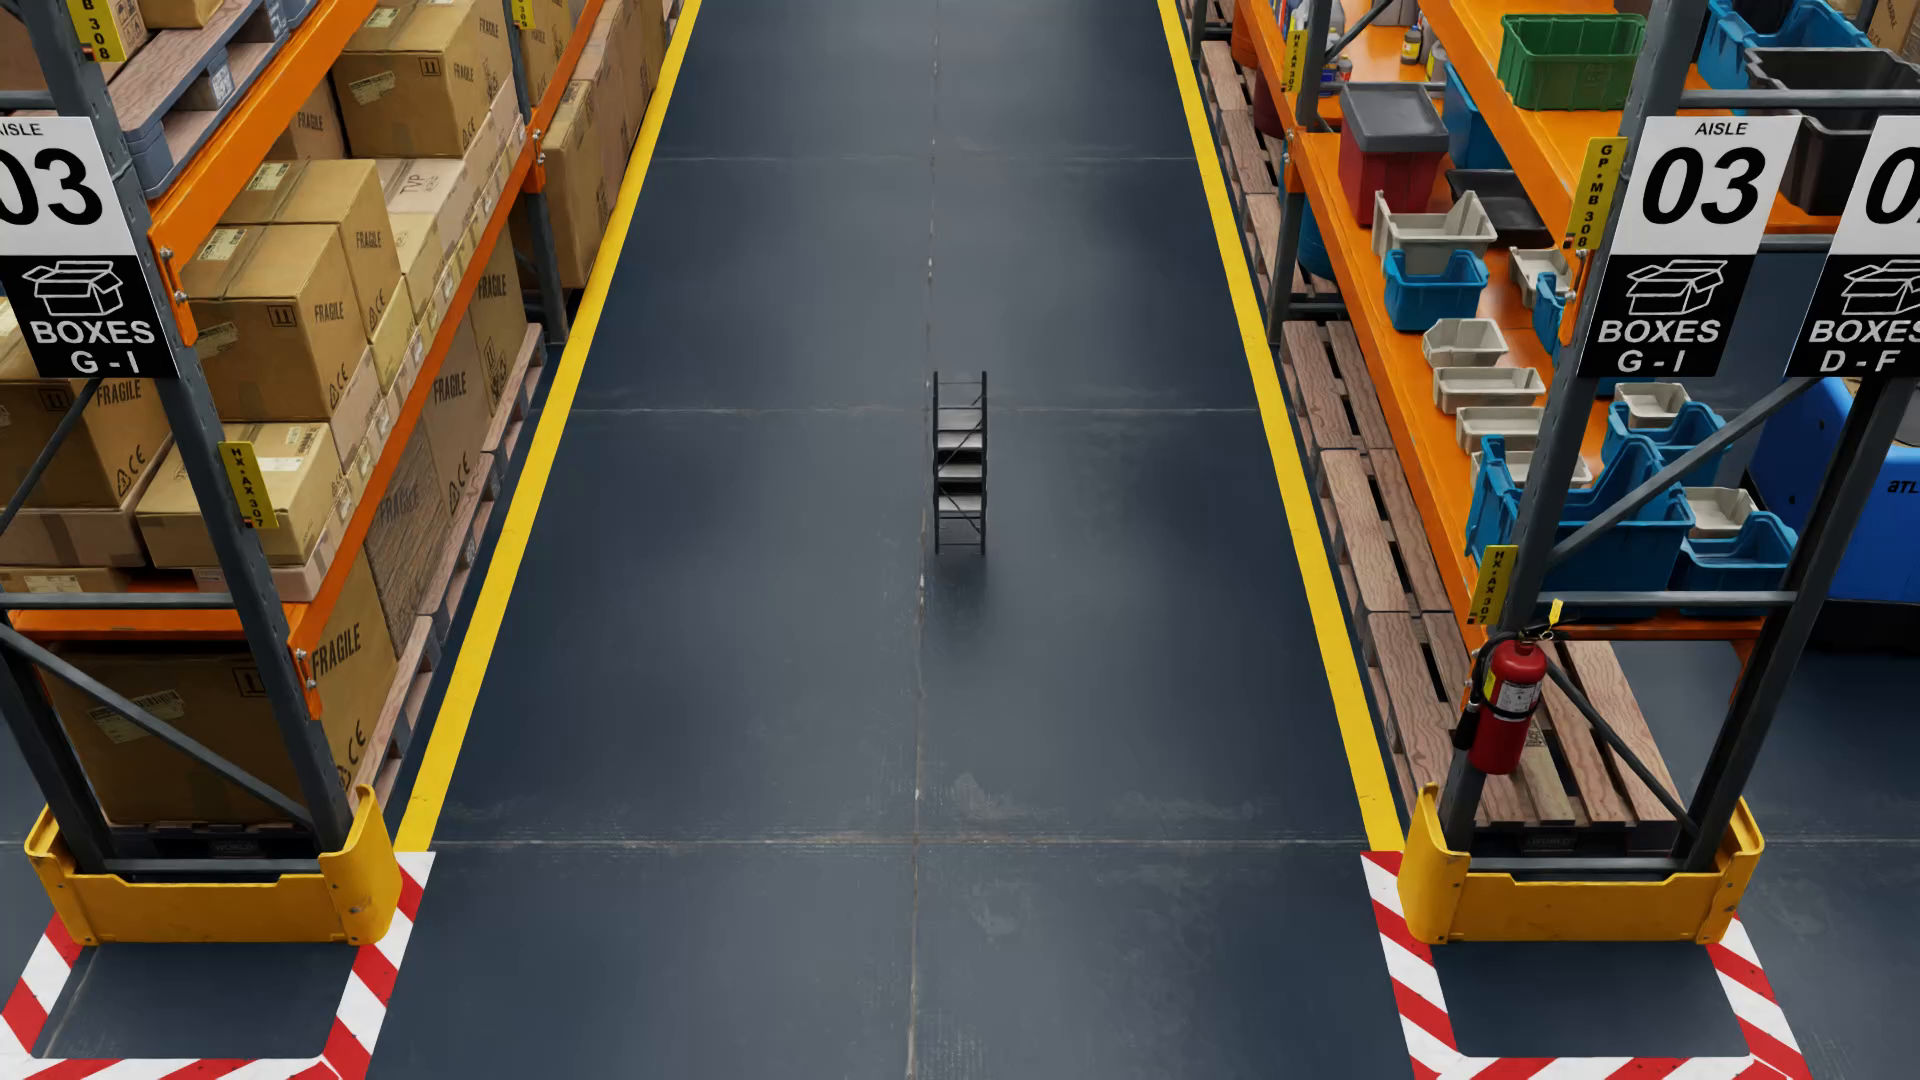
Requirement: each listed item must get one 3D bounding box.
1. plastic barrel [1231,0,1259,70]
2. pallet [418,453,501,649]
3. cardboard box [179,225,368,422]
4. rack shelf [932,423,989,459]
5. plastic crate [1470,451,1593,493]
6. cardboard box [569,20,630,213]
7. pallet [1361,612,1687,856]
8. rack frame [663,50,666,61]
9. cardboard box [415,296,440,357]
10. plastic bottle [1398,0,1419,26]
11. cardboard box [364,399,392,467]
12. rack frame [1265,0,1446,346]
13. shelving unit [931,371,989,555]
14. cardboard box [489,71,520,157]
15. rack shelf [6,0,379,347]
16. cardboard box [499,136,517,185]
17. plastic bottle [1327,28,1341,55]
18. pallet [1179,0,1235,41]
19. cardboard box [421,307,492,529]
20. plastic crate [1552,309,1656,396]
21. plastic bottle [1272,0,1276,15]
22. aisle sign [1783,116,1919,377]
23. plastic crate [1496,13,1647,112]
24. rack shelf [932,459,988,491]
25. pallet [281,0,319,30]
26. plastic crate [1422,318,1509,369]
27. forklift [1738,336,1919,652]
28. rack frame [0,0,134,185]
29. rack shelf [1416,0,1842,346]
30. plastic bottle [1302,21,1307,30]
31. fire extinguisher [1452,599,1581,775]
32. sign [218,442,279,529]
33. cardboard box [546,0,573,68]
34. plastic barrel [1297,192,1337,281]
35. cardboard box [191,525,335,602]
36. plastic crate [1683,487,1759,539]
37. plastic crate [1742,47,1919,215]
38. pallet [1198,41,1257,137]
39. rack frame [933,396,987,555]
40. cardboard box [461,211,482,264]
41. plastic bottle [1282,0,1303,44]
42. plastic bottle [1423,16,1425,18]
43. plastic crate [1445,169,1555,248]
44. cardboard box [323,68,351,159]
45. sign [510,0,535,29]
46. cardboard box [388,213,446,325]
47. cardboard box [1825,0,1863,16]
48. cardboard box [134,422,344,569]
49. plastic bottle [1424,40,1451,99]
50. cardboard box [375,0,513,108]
[{"bbox_3d":[2.249,-3.816,11.758,0.600,0.830,0.708,0,39,0],"label":"plastic barrel"},{"bbox_3d":[-2.790,0.029,7.790,1.003,0.211,1.213,0,39,0],"label":"pallet"},{"bbox_3d":[-2.444,-0.761,5.829,0.500,0.500,0.500,-1,39,-1],"label":"cardboard box"},{"bbox_3d":[0.000,-0.461,7.616,0.258,0.077,0.200,0,39,0],"label":"rack shelf"},{"bbox_3d":[2.058,-0.232,6.049,0.396,0.136,0.243,0,39,0],"label":"plastic crate"},{"bbox_3d":[-2.740,-2.593,10.196,1.225,0.875,0.875,-1,39,-2],"label":"cardboard box"},{"bbox_3d":[2.278,0.771,6.865,1.003,0.211,1.213,0,39,0],"label":"pallet"},{"bbox_3d":[-2.722,-4.801,11.588,1.000,3.000,0.127,0,39,0],"label":"rack frame"},{"bbox_3d":[-2.386,-0.884,6.901,0.380,0.149,0.250,-1,39,-1],"label":"cardboard box"},{"bbox_3d":[2.615,-3.123,9.594,0.152,0.276,0.135,0,39,0],"label":"plastic bottle"},{"bbox_3d":[-2.387,-0.406,6.304,0.380,0.149,0.250,-1,39,-1],"label":"cardboard box"},{"bbox_3d":[2.236,-2.303,8.471,1.000,3.000,0.127,0,39,0],"label":"rack frame"},{"bbox_3d":[0.000,-0.346,7.708,0.258,0.900,0.210,0,39,0],"label":"shelving unit"},{"bbox_3d":[-2.454,-2.081,8.076,0.500,0.250,0.500,-1,39,-1],"label":"cardboard box"},{"bbox_3d":[-2.715,-1.939,6.193,1.077,0.370,4.000,0,39,0],"label":"rack shelf"},{"bbox_3d":[-2.389,-1.850,8.106,0.380,0.149,0.250,1,39,1],"label":"cardboard box"},{"bbox_3d":[2.036,-2.712,9.140,0.097,0.201,0.097,0,39,0],"label":"plastic bottle"},{"bbox_3d":[2.269,-4.201,13.069,1.003,0.211,1.213,0,39,0],"label":"pallet"},{"bbox_3d":[-2.795,-0.659,7.782,0.875,0.875,0.875,0,39,0],"label":"cardboard box"},{"bbox_3d":[2.568,-0.738,6.603,0.416,0.233,0.300,0,39,0],"label":"plastic crate"},{"bbox_3d":[1.883,-3.172,9.714,0.097,0.201,0.097,0,39,0],"label":"plastic bottle"},{"bbox_3d":[2.537,-0.771,4.481,0.394,0.787,0.004,0,39,0],"label":"aisle sign"},{"bbox_3d":[1.954,-1.506,5.247,0.450,0.188,0.336,0,39,0],"label":"plastic crate"},{"bbox_3d":[0.000,-0.320,7.729,0.258,0.077,0.200,0,39,0],"label":"rack shelf"},{"bbox_3d":[-2.728,-2.163,5.968,1.003,0.211,1.213,0,39,0],"label":"pallet"},{"bbox_3d":[2.029,-0.773,6.724,0.298,0.136,0.250,0,39,0],"label":"plastic crate"},{"bbox_3d":[5.223,-0.901,6.776,3.031,2.935,1.130,3,39,3],"label":"forklift"},{"bbox_3d":[-2.713,-2.139,3.469,1.000,3.000,0.127,0,39,0],"label":"rack frame"},{"bbox_3d":[2.238,-1.942,6.197,1.077,0.370,4.000,0,39,0],"label":"rack shelf"},{"bbox_3d":[1.866,-2.648,8.995,0.061,0.283,0.133,0,39,0],"label":"plastic bottle"},{"bbox_3d":[1.786,0.469,5.372,0.296,0.674,0.183,0,39,0],"label":"fire extinguisher"},{"bbox_3d":[-2.158,-0.163,5.045,0.100,0.325,0.005,0,39,0],"label":"sign"},{"bbox_3d":[-2.469,-2.941,9.187,0.500,0.500,0.500,0,39,0],"label":"cardboard box"},{"bbox_3d":[2.252,-1.988,9.420,0.600,0.901,0.708,0,39,0],"label":"plastic barrel"},{"bbox_3d":[-2.383,0.078,5.701,0.380,0.149,0.250,0,39,0],"label":"cardboard box"},{"bbox_3d":[2.652,-0.077,5.856,0.250,0.136,0.298,0,39,0],"label":"plastic crate"},{"bbox_3d":[2.519,-1.162,4.753,0.497,0.269,0.590,0,39,0],"label":"plastic crate"},{"bbox_3d":[2.274,-3.223,11.849,1.003,0.211,1.213,0,39,0],"label":"pallet"},{"bbox_3d":[0.000,-0.282,7.628,0.240,0.900,0.006,0,39,0],"label":"rack frame"},{"bbox_3d":[-2.388,-1.367,7.504,0.380,0.149,0.250,1,39,1],"label":"cardboard box"},{"bbox_3d":[1.907,-2.974,9.347,0.144,0.351,0.185,0,39,0],"label":"plastic bottle"},{"bbox_3d":[2.643,-2.878,9.346,0.097,0.201,0.097,0,39,0],"label":"plastic bottle"},{"bbox_3d":[2.506,-1.519,7.665,0.437,0.125,0.590,0,39,0],"label":"plastic crate"},{"bbox_3d":[-2.979,-2.042,7.427,0.500,0.500,0.500,0,39,0],"label":"cardboard box"},{"bbox_3d":[-2.162,-2.670,8.173,0.100,0.325,0.005,0,39,0],"label":"sign"},{"bbox_3d":[-2.453,-1.122,6.879,0.500,0.250,0.500,-1,39,-1],"label":"cardboard box"},{"bbox_3d":[6.940,-4.225,12.733,0.500,0.250,0.500,1,39,1],"label":"cardboard box"},{"bbox_3d":[-2.443,-0.156,5.674,0.500,0.250,0.500,-1,39,-1],"label":"cardboard box"},{"bbox_3d":[2.559,-2.529,8.793,0.144,0.351,0.185,0,39,0],"label":"plastic bottle"},{"bbox_3d":[-2.449,-2.362,7.827,0.500,0.500,0.500,1,39,1],"label":"cardboard box"}]
